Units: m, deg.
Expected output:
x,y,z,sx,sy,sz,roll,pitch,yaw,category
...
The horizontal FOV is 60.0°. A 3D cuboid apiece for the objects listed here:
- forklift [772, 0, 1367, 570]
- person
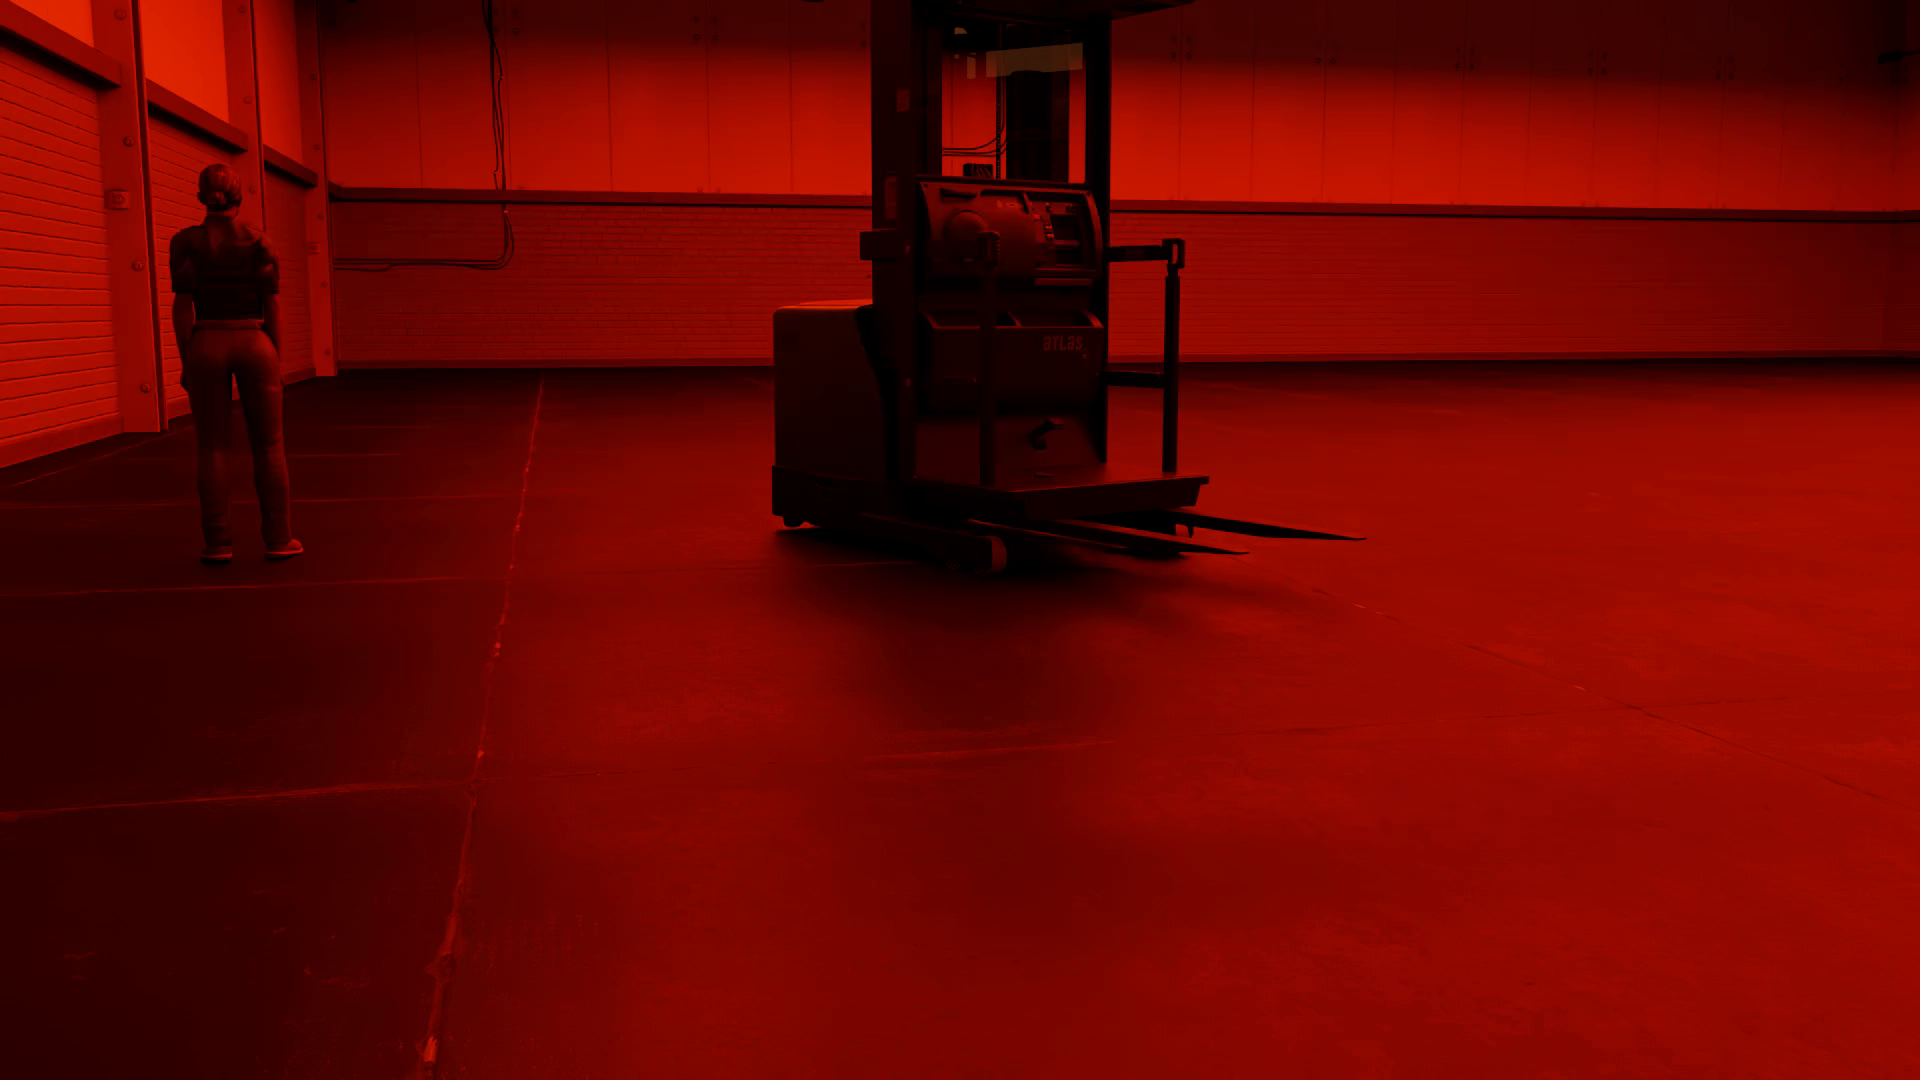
x,y,z,sx,sy,sz,roll,pitch,yaw,category
0.355,-1.383,7.015,1.130,2.935,3.031,-6,10,-35,forklift
-3.071,-0.742,7.045,0.450,1.660,0.325,-3,8,-20,person
